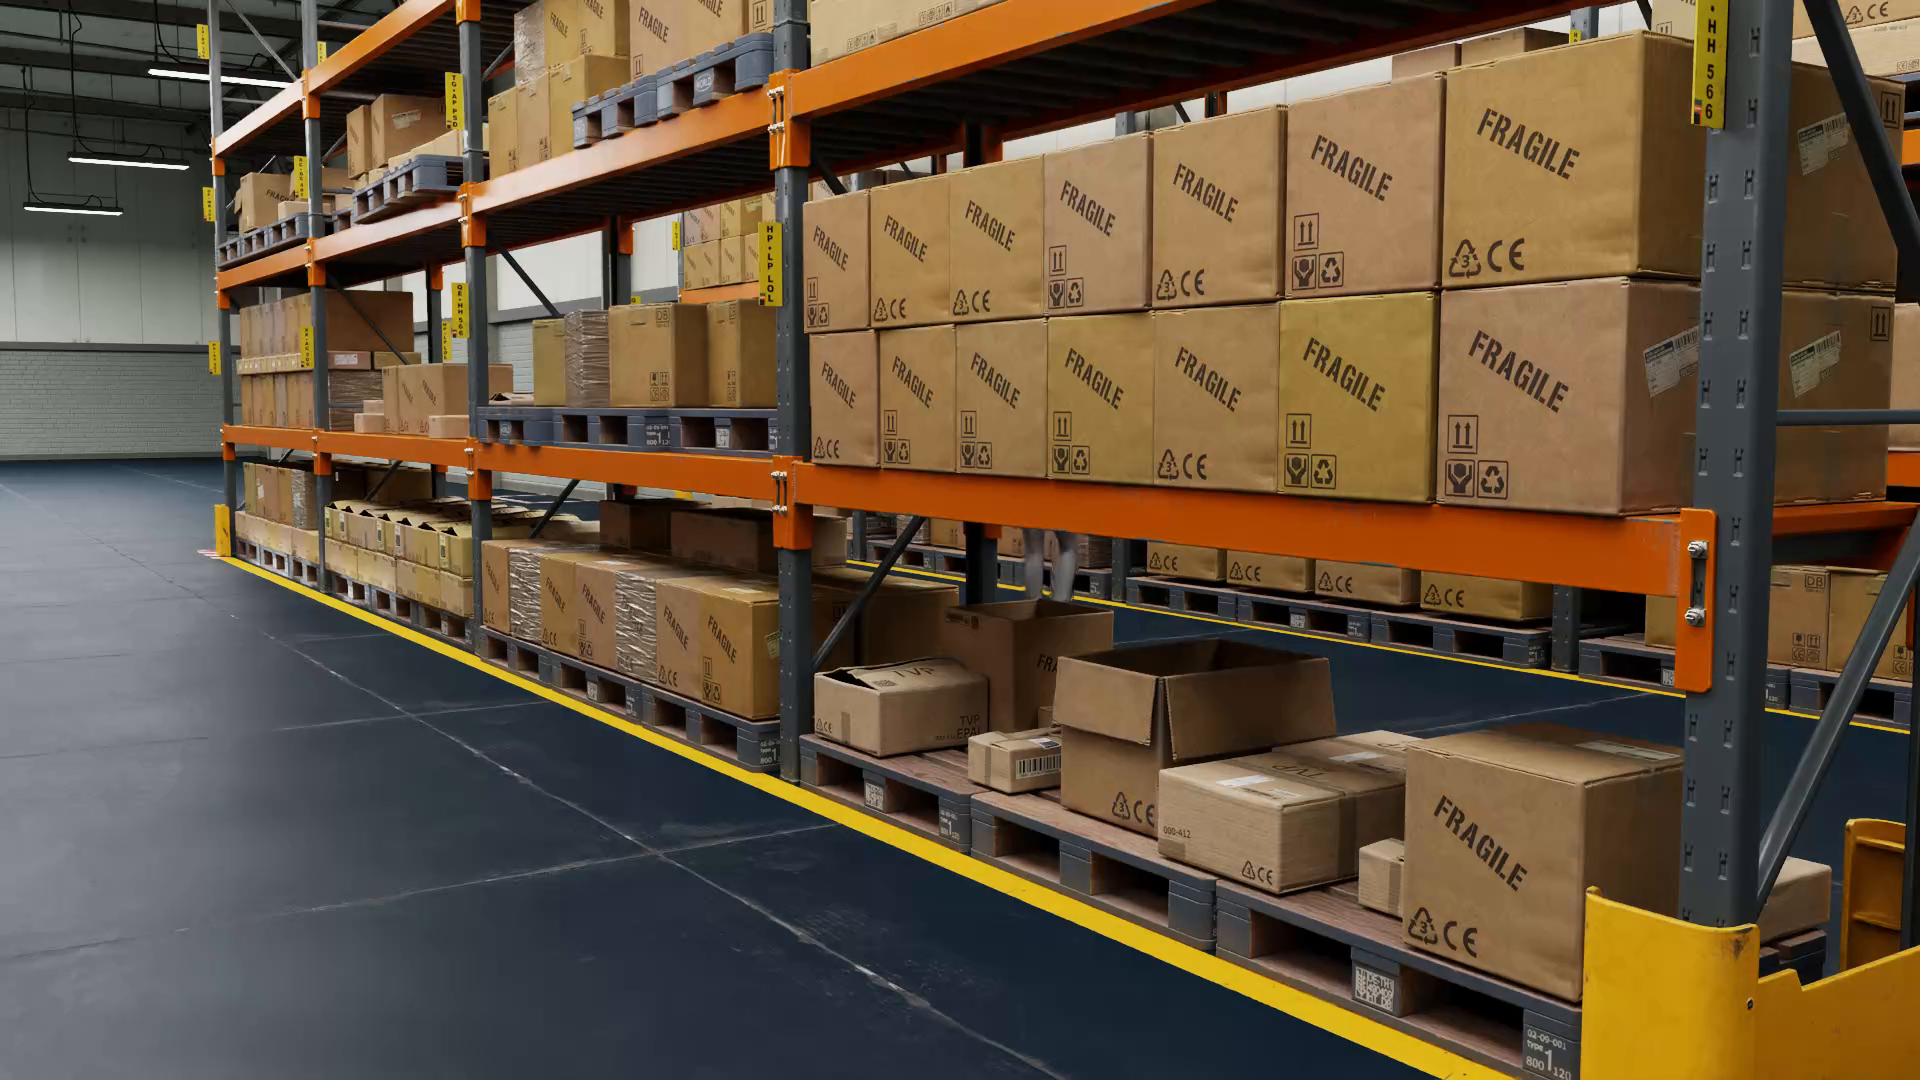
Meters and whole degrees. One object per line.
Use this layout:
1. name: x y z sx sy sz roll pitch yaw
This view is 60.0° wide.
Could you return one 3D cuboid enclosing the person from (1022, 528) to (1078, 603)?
1. person: 0.579 -0.209 11.318 0.479 1.737 0.382 1 5 6
